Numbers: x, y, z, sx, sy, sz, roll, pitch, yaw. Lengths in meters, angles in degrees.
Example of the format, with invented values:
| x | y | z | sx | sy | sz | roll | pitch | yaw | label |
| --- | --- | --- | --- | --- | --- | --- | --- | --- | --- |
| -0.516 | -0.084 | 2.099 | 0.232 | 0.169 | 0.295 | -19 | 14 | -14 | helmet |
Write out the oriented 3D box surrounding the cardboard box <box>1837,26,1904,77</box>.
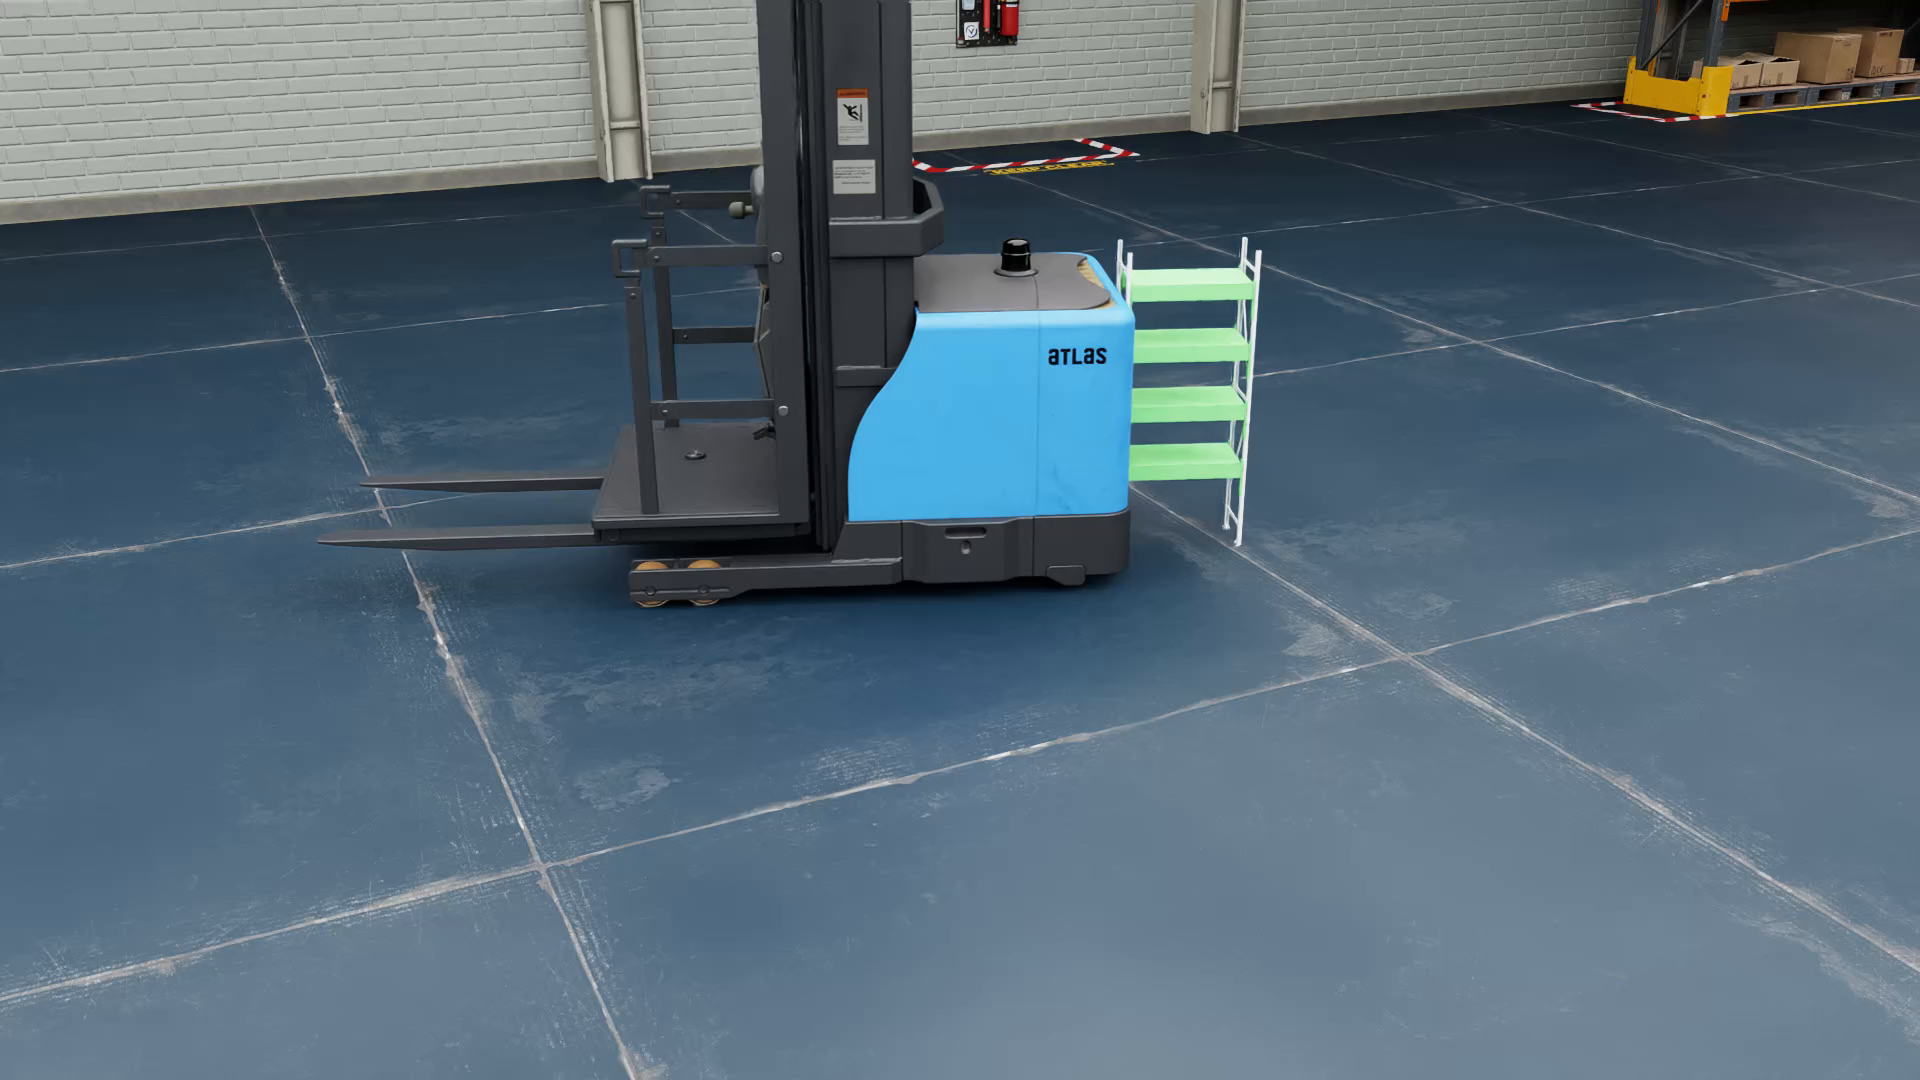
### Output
| x | y | z | sx | sy | sz | roll | pitch | yaw | label |
| --- | --- | --- | --- | --- | --- | --- | --- | --- | --- |
| 10.377 | -5.595 | 19.039 | 0.500 | 0.500 | 0.500 | -12 | 26 | -28 | cardboard box |

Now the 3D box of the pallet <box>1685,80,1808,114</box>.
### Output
| x | y | z | sx | sy | sz | roll | pitch | yaw | label |
| --- | --- | --- | --- | --- | --- | --- | --- | --- | --- |
| 8.507 | -4.916 | 18.351 | 1.213 | 0.211 | 1.003 | -10 | 25 | -24 | pallet |

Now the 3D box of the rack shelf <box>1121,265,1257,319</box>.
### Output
| x | y | z | sx | sy | sz | roll | pitch | yaw | label |
| --- | --- | --- | --- | --- | --- | --- | --- | --- | --- |
| 0.869 | -0.950 | 6.388 | 0.480 | 0.148 | 0.258 | -2 | 23 | -4 | rack shelf |

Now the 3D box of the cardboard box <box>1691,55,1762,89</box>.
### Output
| x | y | z | sx | sy | sz | roll | pitch | yaw | label |
| --- | --- | --- | --- | --- | --- | --- | --- | --- | --- |
| 8.354 | -5.114 | 18.124 | 0.500 | 0.311 | 0.500 | -14 | 26 | -30 | cardboard box |

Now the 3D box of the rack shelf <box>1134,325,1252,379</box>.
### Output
| x | y | z | sx | sy | sz | roll | pitch | yaw | label |
| --- | --- | --- | --- | --- | --- | --- | --- | --- | --- |
| 0.869 | -0.728 | 6.479 | 0.480 | 0.148 | 0.258 | -2 | 23 | -4 | rack shelf |

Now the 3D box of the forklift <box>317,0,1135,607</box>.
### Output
| x | y | z | sx | sy | sz | roll | pitch | yaw | label |
| --- | --- | --- | --- | --- | --- | --- | --- | --- | --- |
| -0.900 | -1.316 | 6.096 | 3.031 | 2.935 | 1.130 | -2 | 23 | -4 | forklift |

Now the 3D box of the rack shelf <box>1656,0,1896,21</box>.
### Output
| x | y | z | sx | sy | sz | roll | pitch | yaw | label |
| --- | --- | --- | --- | --- | --- | --- | --- | --- | --- |
| 9.493 | -6.069 | 18.430 | 4.000 | 0.370 | 1.077 | -10 | 25 | -24 | rack shelf |

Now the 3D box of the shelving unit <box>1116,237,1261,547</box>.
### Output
| x | y | z | sx | sy | sz | roll | pitch | yaw | label |
| --- | --- | --- | --- | --- | --- | --- | --- | --- | --- |
| 0.869 | -0.565 | 6.547 | 0.503 | 1.200 | 0.258 | -2 | 23 | -4 | shelving unit |

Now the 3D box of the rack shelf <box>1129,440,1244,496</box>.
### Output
| x | y | z | sx | sy | sz | roll | pitch | yaw | label |
| --- | --- | --- | --- | --- | --- | --- | --- | --- | --- |
| 0.869 | -0.284 | 6.663 | 0.480 | 0.148 | 0.258 | -2 | 23 | -4 | rack shelf |

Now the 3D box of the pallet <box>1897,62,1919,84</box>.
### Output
| x | y | z | sx | sy | sz | roll | pitch | yaw | label |
| --- | --- | --- | --- | --- | --- | --- | --- | --- | --- |
| 11.996 | -5.574 | 19.941 | 1.213 | 0.211 | 1.003 | -10 | 25 | -24 | pallet |

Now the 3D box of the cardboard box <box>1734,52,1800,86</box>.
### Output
| x | y | z | sx | sy | sz | roll | pitch | yaw | label |
| --- | --- | --- | --- | --- | --- | --- | --- | --- | --- |
| 8.867 | -5.209 | 18.352 | 0.500 | 0.311 | 0.500 | -8 | 24 | -19 | cardboard box |

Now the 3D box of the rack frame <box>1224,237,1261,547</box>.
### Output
| x | y | z | sx | sy | sz | roll | pitch | yaw | label |
| --- | --- | --- | --- | --- | --- | --- | --- | --- | --- |
| 1.112 | -0.573 | 6.565 | 0.015 | 1.200 | 0.240 | -2 | 23 | -4 | rack frame |

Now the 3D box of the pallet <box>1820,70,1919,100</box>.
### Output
| x | y | z | sx | sy | sz | roll | pitch | yaw | label |
| --- | --- | --- | --- | --- | --- | --- | --- | --- | --- |
| 10.705 | -5.321 | 19.329 | 1.213 | 0.211 | 1.003 | -10 | 25 | -24 | pallet |

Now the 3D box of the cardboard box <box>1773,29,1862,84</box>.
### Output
| x | y | z | sx | sy | sz | roll | pitch | yaw | label |
| --- | --- | --- | --- | --- | --- | --- | --- | --- | --- |
| 9.550 | -5.401 | 18.568 | 0.500 | 0.500 | 0.700 | -12 | 25 | -27 | cardboard box |

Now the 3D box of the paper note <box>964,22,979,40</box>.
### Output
| x | y | z | sx | sy | sz | roll | pitch | yaw | label |
| --- | --- | --- | --- | --- | --- | --- | --- | --- | --- |
| 0.108 | -4.679 | 15.284 | 0.142 | 0.148 | 0.016 | -10 | 25 | -24 | paper note |

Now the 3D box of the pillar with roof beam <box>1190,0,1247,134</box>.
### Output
| x | y | z | sx | sy | sz | roll | pitch | yaw | label |
| --- | --- | --- | --- | --- | --- | --- | --- | --- | --- |
| 4.407 | -6.777 | 11.356 | 0.400 | 9.000 | 9.100 | -10 | 25 | -24 | pillar with roof beam |

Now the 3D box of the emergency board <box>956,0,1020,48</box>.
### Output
| x | y | z | sx | sy | sz | roll | pitch | yaw | label |
| --- | --- | --- | --- | --- | --- | --- | --- | --- | --- |
| 0.297 | -5.092 | 15.129 | 0.643 | 1.169 | 0.194 | -10 | 25 | -24 | emergency board |

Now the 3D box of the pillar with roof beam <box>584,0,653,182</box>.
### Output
| x | y | z | sx | sy | sz | roll | pitch | yaw | label |
| --- | --- | --- | --- | --- | --- | --- | --- | --- | --- |
| -0.999 | -5.782 | 8.952 | 0.400 | 9.000 | 9.100 | -10 | 25 | -24 | pillar with roof beam |

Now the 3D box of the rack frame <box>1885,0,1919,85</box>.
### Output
| x | y | z | sx | sy | sz | roll | pitch | yaw | label |
| --- | --- | --- | --- | --- | --- | --- | --- | --- | --- |
| 11.295 | -6.733 | 19.094 | 0.127 | 3.000 | 1.000 | -10 | 25 | -24 | rack frame |

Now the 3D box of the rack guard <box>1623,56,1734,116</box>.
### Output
| x | y | z | sx | sy | sz | roll | pitch | yaw | label |
| --- | --- | --- | --- | --- | --- | --- | --- | --- | --- |
| 7.760 | -4.927 | 18.000 | 0.348 | 0.500 | 1.175 | -10 | 25 | -24 | rack guard |

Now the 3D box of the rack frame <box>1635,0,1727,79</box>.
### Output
| x | y | z | sx | sy | sz | roll | pitch | yaw | label |
| --- | --- | --- | --- | --- | --- | --- | --- | --- | --- |
| 7.691 | -6.070 | 17.491 | 0.127 | 3.000 | 1.000 | -10 | 25 | -24 | rack frame |

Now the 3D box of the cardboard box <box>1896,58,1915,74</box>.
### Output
| x | y | z | sx | sy | sz | roll | pitch | yaw | label |
| --- | --- | --- | --- | --- | --- | --- | --- | --- | --- |
| 10.826 | -5.528 | 19.312 | 0.250 | 0.166 | 0.380 | -14 | 26 | -30 | cardboard box |

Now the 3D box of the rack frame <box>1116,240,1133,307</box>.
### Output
| x | y | z | sx | sy | sz | roll | pitch | yaw | label |
| --- | --- | --- | --- | --- | --- | --- | --- | --- | --- |
| 0.626 | -0.558 | 6.529 | 0.015 | 1.200 | 0.240 | -2 | 23 | -4 | rack frame |

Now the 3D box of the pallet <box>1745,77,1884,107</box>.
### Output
| x | y | z | sx | sy | sz | roll | pitch | yaw | label |
| --- | --- | --- | --- | --- | --- | --- | --- | --- | --- |
| 9.605 | -5.117 | 18.836 | 1.213 | 0.211 | 1.003 | -10 | 25 | -24 | pallet |

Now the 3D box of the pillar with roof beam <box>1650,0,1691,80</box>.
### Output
| x | y | z | sx | sy | sz | roll | pitch | yaw | label |
| --- | --- | --- | --- | --- | --- | --- | --- | --- | --- |
| 9.814 | -7.772 | 13.760 | 0.400 | 9.000 | 9.100 | -10 | 25 | -24 | pillar with roof beam |

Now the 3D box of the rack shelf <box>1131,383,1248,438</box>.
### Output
| x | y | z | sx | sy | sz | roll | pitch | yaw | label |
| --- | --- | --- | --- | --- | --- | --- | --- | --- | --- |
| 0.869 | -0.506 | 6.571 | 0.480 | 0.148 | 0.258 | -2 | 23 | -4 | rack shelf |
